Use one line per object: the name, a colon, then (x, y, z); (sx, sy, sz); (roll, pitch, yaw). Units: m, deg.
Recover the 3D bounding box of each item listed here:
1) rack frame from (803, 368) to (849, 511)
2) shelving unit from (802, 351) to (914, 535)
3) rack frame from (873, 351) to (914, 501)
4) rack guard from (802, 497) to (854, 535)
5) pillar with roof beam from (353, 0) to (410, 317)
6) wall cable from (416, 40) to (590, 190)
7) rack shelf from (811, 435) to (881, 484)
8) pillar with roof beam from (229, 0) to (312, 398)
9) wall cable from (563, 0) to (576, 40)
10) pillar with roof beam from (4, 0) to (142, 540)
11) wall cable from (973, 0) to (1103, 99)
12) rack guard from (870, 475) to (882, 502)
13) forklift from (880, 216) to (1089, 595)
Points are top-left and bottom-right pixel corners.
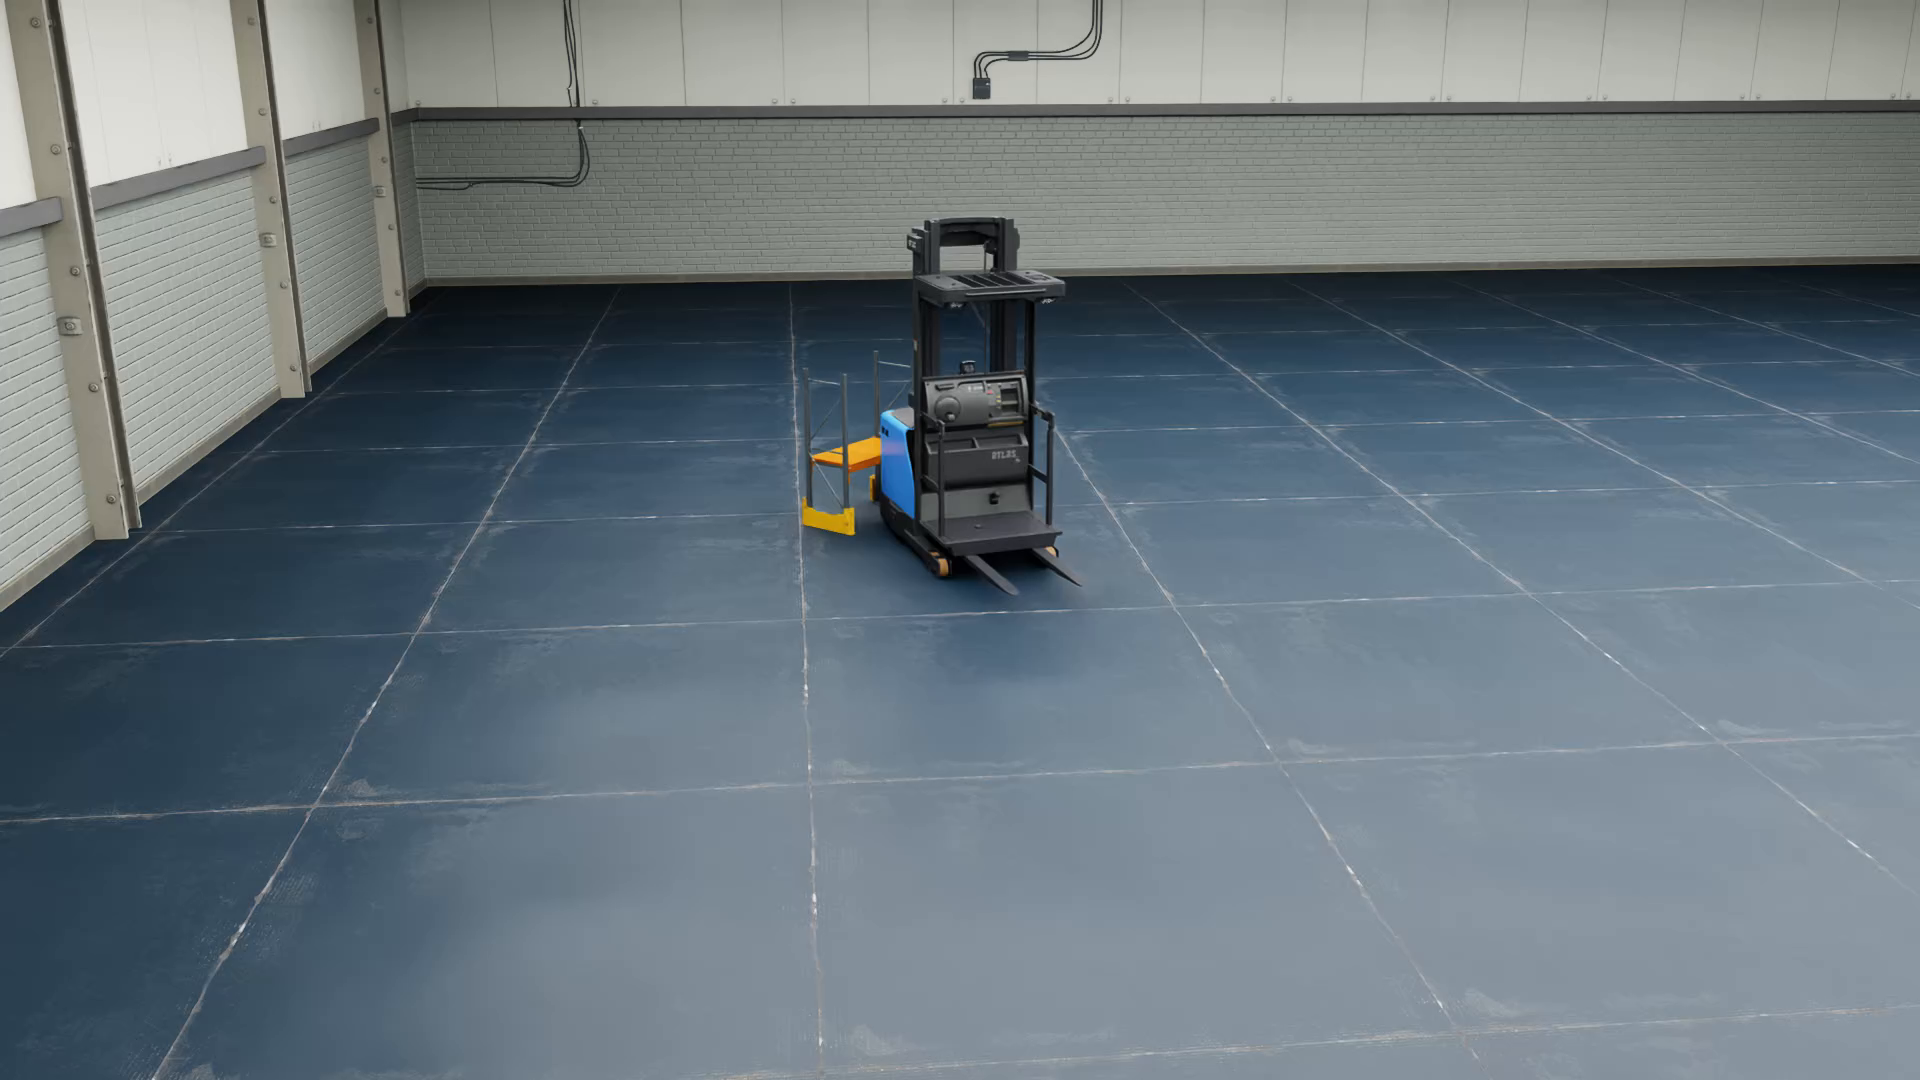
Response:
rack frame: (-1.233, -0.822, 15.364); (0.500, 1.500, 0.032); (13, 21, 35)
shelving unit: (-0.936, -0.942, 15.746); (0.587, 1.500, 1.083); (13, 21, 35)
rack frame: (-0.627, -1.066, 16.142); (0.500, 1.500, 0.032); (13, 21, 35)
rack guard: (-1.233, -0.226, 15.552); (0.587, 0.250, 0.087); (13, 21, 35)
pillar with roof beam: (-4.791, -8.067, 25.923); (9.100, 9.000, 0.400); (-2, 18, -6)
wall cable: (-8.062, -7.371, 28.890); (3.097, 2.526, 0.112); (-2, 18, -6)
rack shelf: (-0.930, -0.772, 15.807); (0.538, 0.185, 1.000); (13, 21, 35)
pillar with roof beam: (-4.172, -6.280, 20.229); (9.100, 9.000, 0.400); (-2, 18, -6)
wall cable: (-5.371, -9.865, 28.400); (3.097, 2.526, 0.112); (-2, 18, -6)
pillar with roof beam: (-3.553, -4.492, 14.535); (9.100, 9.000, 0.400); (-2, 18, -6)
wall cable: (1.383, -10.764, 28.835); (2.305, 6.003, 0.169); (-2, 18, -6)
rack guard: (-0.639, -0.465, 16.315); (0.587, 0.250, 0.087); (13, 21, 35)
forklift: (0.218, -1.215, 14.226); (1.130, 2.935, 3.031); (-6, 18, -19)
